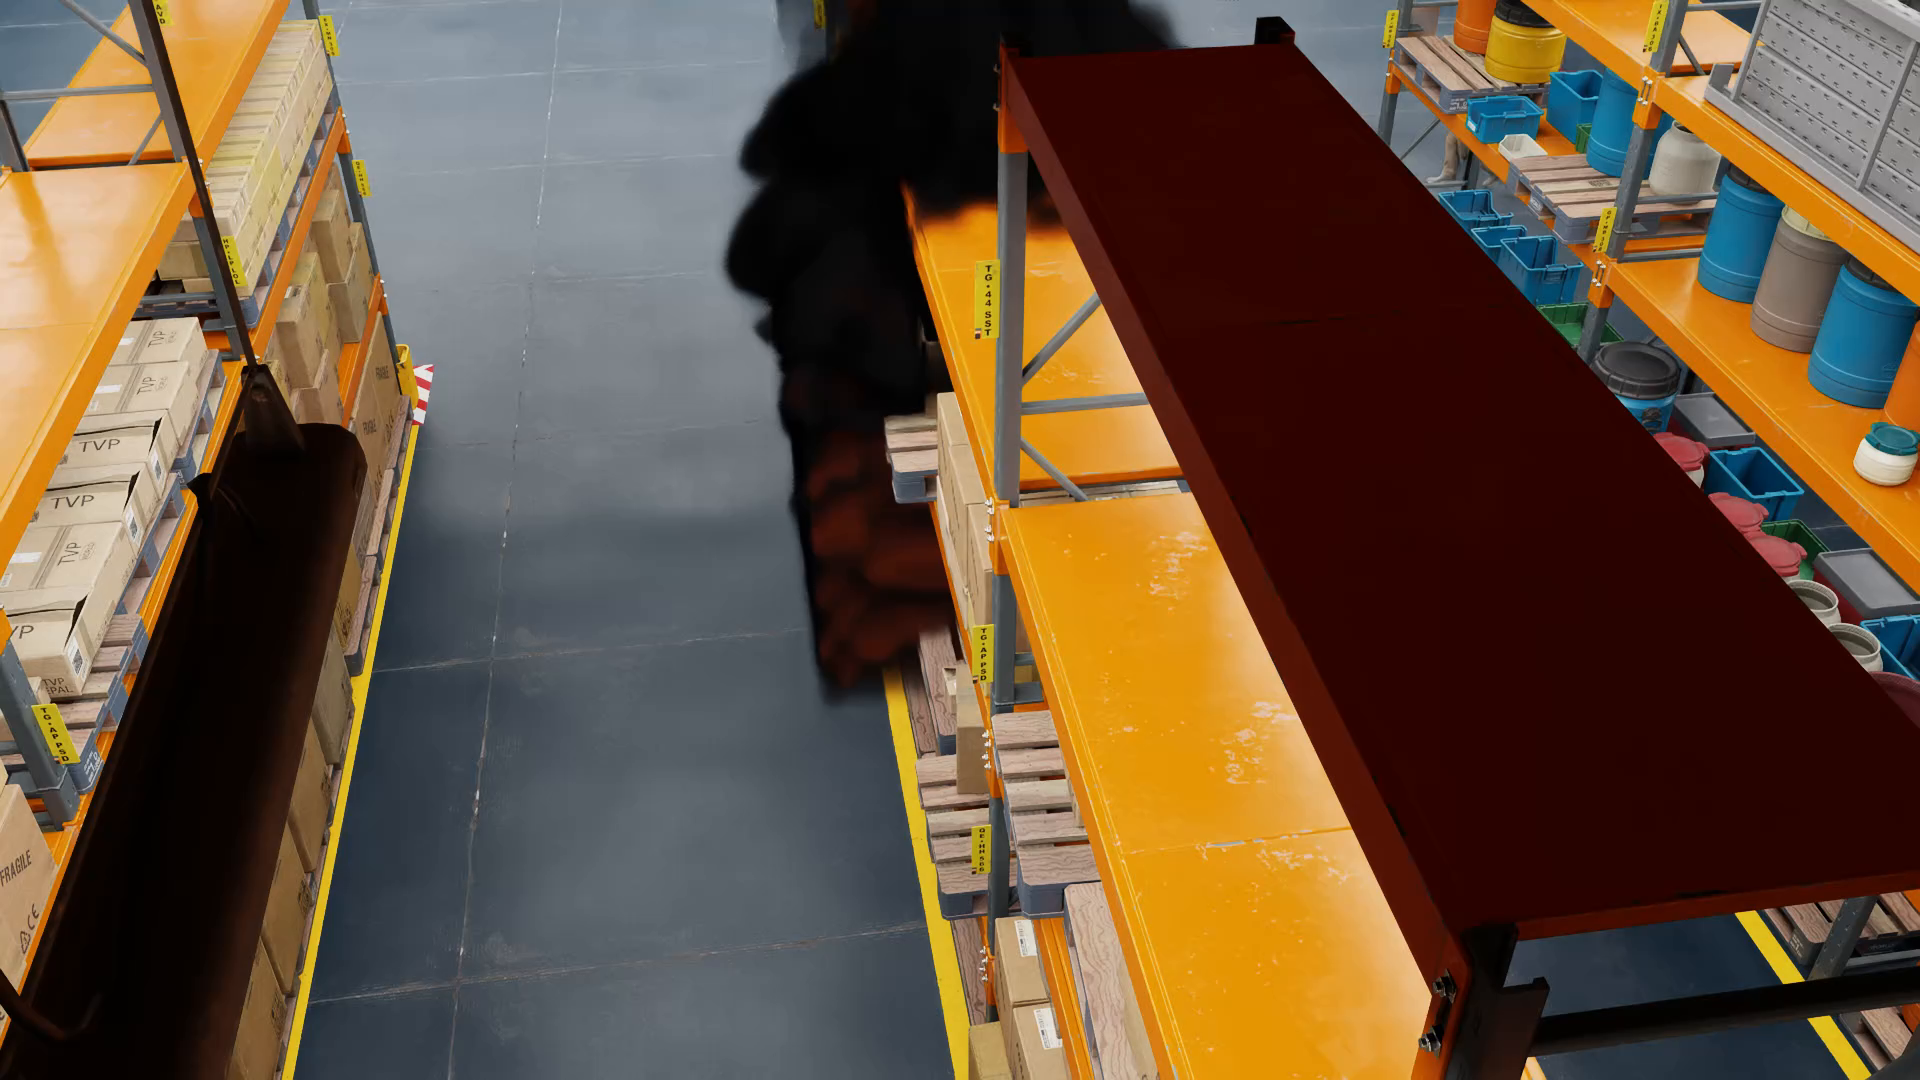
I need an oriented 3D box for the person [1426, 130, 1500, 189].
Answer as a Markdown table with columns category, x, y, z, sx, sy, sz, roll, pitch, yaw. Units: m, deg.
| category | x | y | z | sx | sy | sz | roll | pitch | yaw |
| --- | --- | --- | --- | --- | --- | --- | --- | --- | --- |
| person | 5.727 | -4.672 | 18.398 | 0.868 | 1.728 | 0.675 | 14 | 39 | 19 |
